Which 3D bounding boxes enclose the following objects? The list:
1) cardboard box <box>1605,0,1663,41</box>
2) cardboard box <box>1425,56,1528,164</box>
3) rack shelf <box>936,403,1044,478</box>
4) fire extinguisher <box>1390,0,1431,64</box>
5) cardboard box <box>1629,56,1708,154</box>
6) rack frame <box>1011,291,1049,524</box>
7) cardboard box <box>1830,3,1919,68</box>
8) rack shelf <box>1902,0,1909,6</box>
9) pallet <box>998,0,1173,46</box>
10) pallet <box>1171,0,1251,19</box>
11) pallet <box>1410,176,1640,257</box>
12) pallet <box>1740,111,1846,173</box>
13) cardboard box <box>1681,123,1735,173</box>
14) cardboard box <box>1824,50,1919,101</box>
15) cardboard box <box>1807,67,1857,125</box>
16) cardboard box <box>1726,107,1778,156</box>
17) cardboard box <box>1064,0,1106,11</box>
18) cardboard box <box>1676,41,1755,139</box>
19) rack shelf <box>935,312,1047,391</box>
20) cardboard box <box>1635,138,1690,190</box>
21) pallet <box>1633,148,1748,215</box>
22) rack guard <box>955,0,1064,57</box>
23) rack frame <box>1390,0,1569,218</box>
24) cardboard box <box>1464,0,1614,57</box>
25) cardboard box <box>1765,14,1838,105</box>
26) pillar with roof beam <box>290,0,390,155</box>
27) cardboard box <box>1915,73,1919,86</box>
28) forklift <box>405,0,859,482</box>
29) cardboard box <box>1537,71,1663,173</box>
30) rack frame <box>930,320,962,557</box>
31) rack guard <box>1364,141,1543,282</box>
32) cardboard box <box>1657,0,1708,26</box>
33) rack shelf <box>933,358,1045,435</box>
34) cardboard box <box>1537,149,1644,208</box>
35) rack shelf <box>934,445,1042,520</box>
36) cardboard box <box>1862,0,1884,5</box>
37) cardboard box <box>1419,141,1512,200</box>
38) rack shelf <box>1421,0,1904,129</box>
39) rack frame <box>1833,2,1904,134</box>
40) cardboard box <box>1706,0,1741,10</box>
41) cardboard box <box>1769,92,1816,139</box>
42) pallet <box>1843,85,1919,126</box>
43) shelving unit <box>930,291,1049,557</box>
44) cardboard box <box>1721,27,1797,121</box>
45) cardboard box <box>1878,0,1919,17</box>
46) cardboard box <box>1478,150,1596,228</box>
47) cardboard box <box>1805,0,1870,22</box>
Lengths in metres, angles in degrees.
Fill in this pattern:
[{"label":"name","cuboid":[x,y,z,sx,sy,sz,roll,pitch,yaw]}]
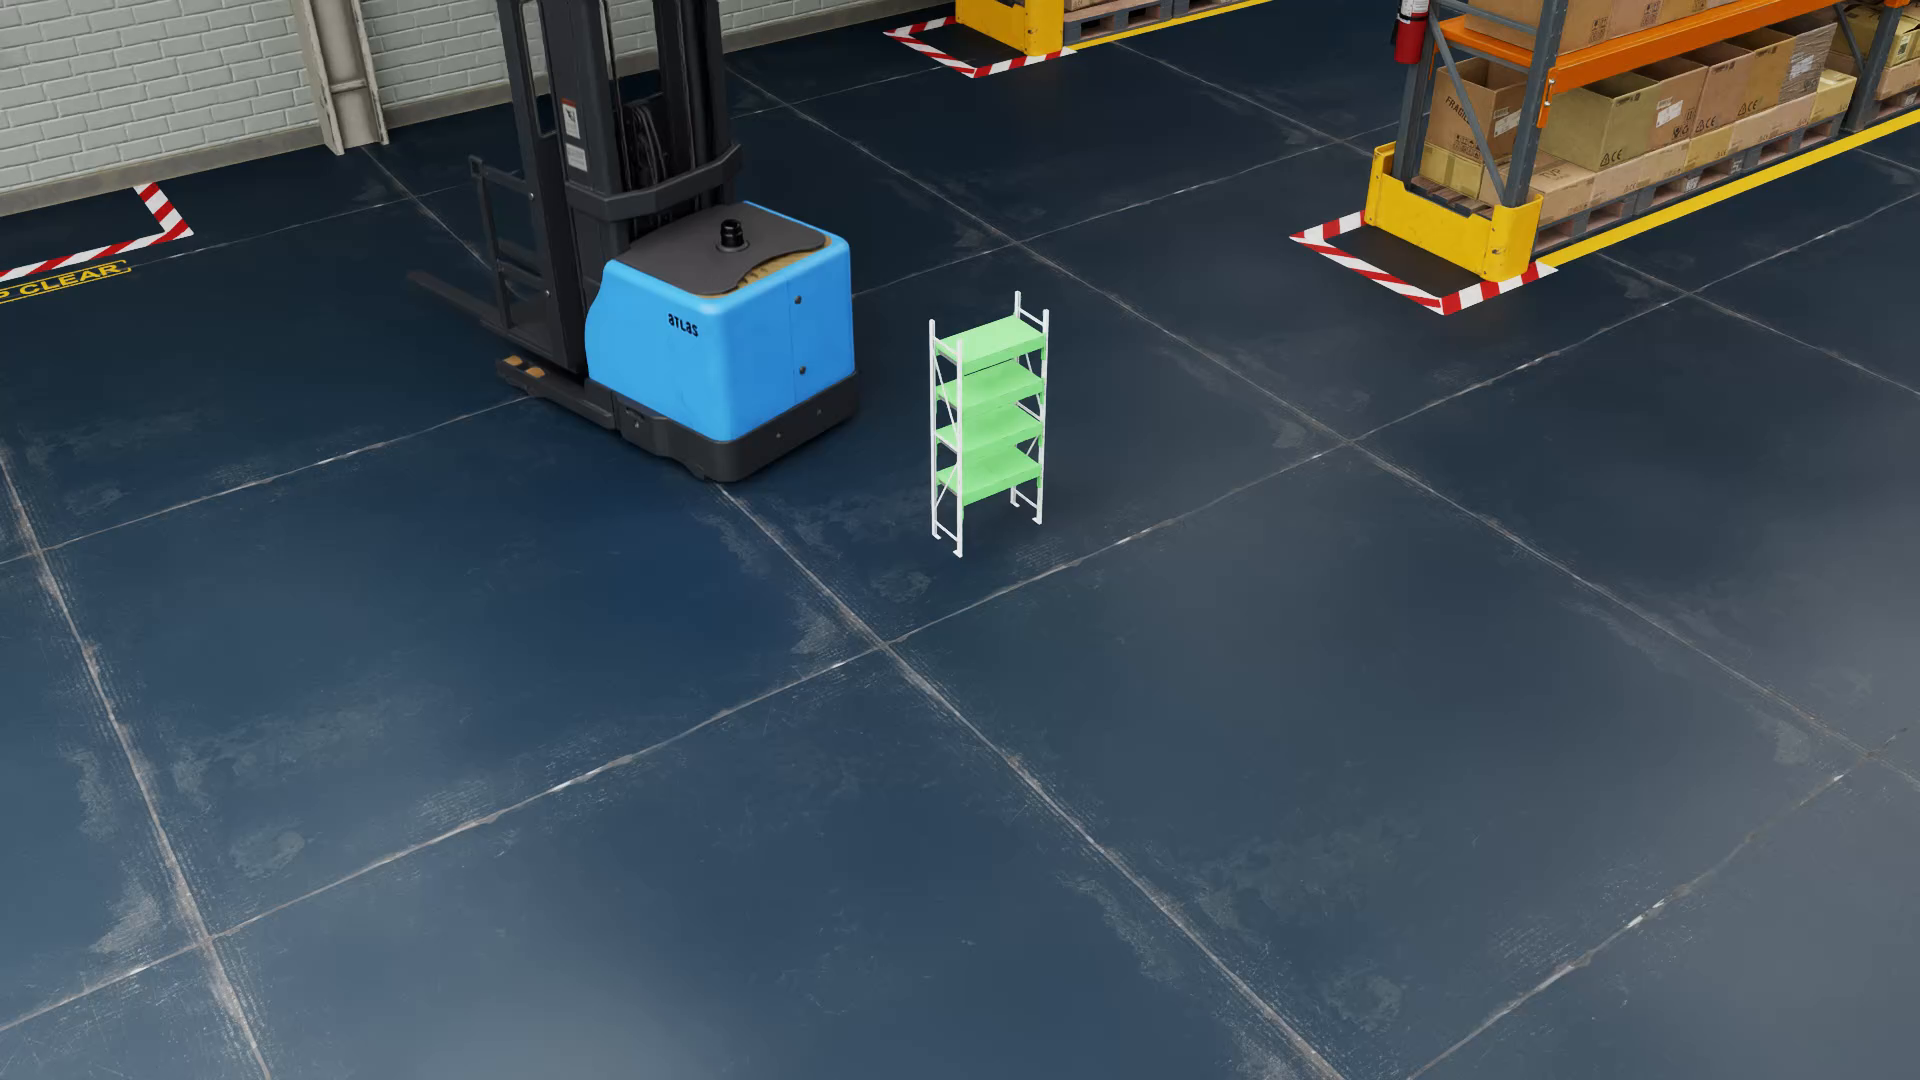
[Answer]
[{"label":"cardboard box","cuboid":[4.021,-3.547,10.527,0.500,0.500,0.700,-21,41,-27]},{"label":"cardboard box","cuboid":[3.472,-2.858,11.007,0.500,0.500,0.500,-22,41,-28]},{"label":"rack shelf","cuboid":[0.135,-0.491,8.014,0.480,0.148,0.258,-22,41,-28]},{"label":"fire extinguisher","cuboid":[2.841,-3.327,10.373,0.183,0.674,0.296,-22,41,-28]},{"label":"cardboard box","cuboid":[4.581,-2.953,11.140,0.500,0.500,0.500,-22,41,-28]},{"label":"rack frame","cuboid":[0.335,-0.625,8.091,0.015,1.200,0.240,-22,41,-28]},{"label":"cardboard box","cuboid":[6.956,-3.824,12.513,0.500,0.311,0.500,-22,41,-28]},{"label":"rack shelf","cuboid":[8.110,-4.903,13.114,4.000,0.370,1.077,-22,41,-28]},{"label":"pallet","cuboid":[1.095,-4.690,14.590,1.213,0.211,1.003,-22,41,-28]},{"label":"pallet","cuboid":[2.092,-5.097,15.157,1.213,0.211,1.003,-22,41,-28]},{"label":"pallet","cuboid":[3.806,-2.322,11.297,1.213,0.211,1.003,-22,41,-28]},{"label":"pallet","cuboid":[5.801,-3.143,12.439,1.213,0.211,1.003,-22,41,-28]},{"label":"cardboard box","cuboid":[4.999,-2.809,11.582,0.500,0.250,0.500,-22,41,-28]},{"label":"cardboard box","cuboid":[6.948,-3.594,12.673,0.500,0.250,0.500,-23,42,-29]},{"label":"cardboard box","cuboid":[6.222,-3.316,12.287,0.500,0.250,0.500,-22,41,-28]},{"label":"cardboard box","cuboid":[5.407,-2.977,11.816,0.500,0.250,0.500,-22,41,-28]},{"label":"cardboard box","cuboid":[0.966,-4.816,14.304,0.500,0.311,0.500,-28,44,-33]},{"label":"cardboard box","cuboid":[5.000,-3.113,11.362,0.500,0.500,0.500,-22,41,-28]},{"label":"rack shelf","cuboid":[0.135,-0.881,7.734,0.480,0.148,0.258,-22,41,-28]},{"label":"cardboard box","cuboid":[4.588,-2.643,11.351,0.500,0.250,0.500,-22,41,-28]},{"label":"pallet","cuboid":[4.803,-2.730,11.865,1.213,0.211,1.003,-22,41,-28]},{"label":"rack guard","cuboid":[0.411,-4.550,14.149,0.348,0.500,1.175,-22,41,-28]},{"label":"rack frame","cuboid":[3.206,-3.177,10.098,0.127,3.000,1.000,-22,41,-28]},{"label":"cardboard box","cuboid":[3.594,-3.368,10.279,0.500,0.500,0.700,-22,41,-28]},{"label":"cardboard box","cuboid":[5.807,-3.458,11.842,0.500,0.500,0.500,-22,41,-28]},{"label":"pillar with roof beam","cuboid":[-2.002,-4.551,6.870,0.400,9.000,9.100,-22,41,-28]},{"label":"cardboard box","cuboid":[7.366,-3.765,12.911,0.500,0.250,0.500,-21,41,-27]},{"label":"forklift","cuboid":[-2.005,-2.206,8.807,3.031,2.935,1.130,26,43,32]},{"label":"cardboard box","cuboid":[4.180,-2.779,10.897,0.500,0.500,0.500,-22,41,-28]},{"label":"rack frame","cuboid":[-0.064,-0.461,7.863,0.015,1.200,0.240,-22,41,-28]},{"label":"rack guard","cuboid":[3.186,-2.154,10.816,0.348,0.500,1.175,-22,41,-28]},{"label":"cardboard box","cuboid":[4.430,-3.711,10.756,0.500,0.500,0.700,-22,41,-28]},{"label":"rack shelf","cuboid":[0.135,-0.686,7.874,0.480,0.148,0.258,-22,41,-28]},{"label":"cardboard box","cuboid":[4.179,-2.475,11.118,0.500,0.250,0.500,-22,41,-28]},{"label":"rack shelf","cuboid":[0.135,-0.296,8.155,0.480,0.148,0.258,-22,41,-28]},{"label":"cardboard box","cuboid":[7.063,-4.255,13.112,0.500,0.311,0.500,-21,41,-27]},{"label":"cardboard box","cuboid":[3.474,-2.552,11.225,0.500,0.250,0.500,-22,41,-28]},{"label":"rack shelf","cuboid":[4.840,-3.557,11.243,4.000,0.370,1.077,-22,41,-28]},{"label":"rack frame","cuboid":[6.475,-4.522,11.969,0.127,3.000,1.000,-22,41,-28]},{"label":"cardboard box","cuboid":[4.858,-3.890,11.004,0.500,0.500,0.700,-21,41,-27]},{"label":"cardboard box","cuboid":[5.808,-3.153,12.060,0.500,0.250,0.500,-22,41,-28]},{"label":"pallet","cuboid":[7.055,-3.657,13.153,1.213,0.211,1.003,-22,41,-28]},{"label":"shelving unit","cuboid":[0.135,-0.543,7.977,0.503,1.200,0.258,-22,41,-28]},{"label":"cardboard box","cuboid":[5.400,-3.288,11.605,0.500,0.500,0.500,-22,41,-28]},{"label":"cardboard box","cuboid":[7.369,-3.990,12.744,0.500,0.311,0.500,-23,42,-28]},{"label":"cardboard box","cuboid":[3.772,-2.305,10.881,0.500,0.250,0.500,-22,41,-28]},{"label":"cardboard box","cuboid":[6.641,-4.077,12.865,0.500,0.311,0.500,-22,41,-28]}]
